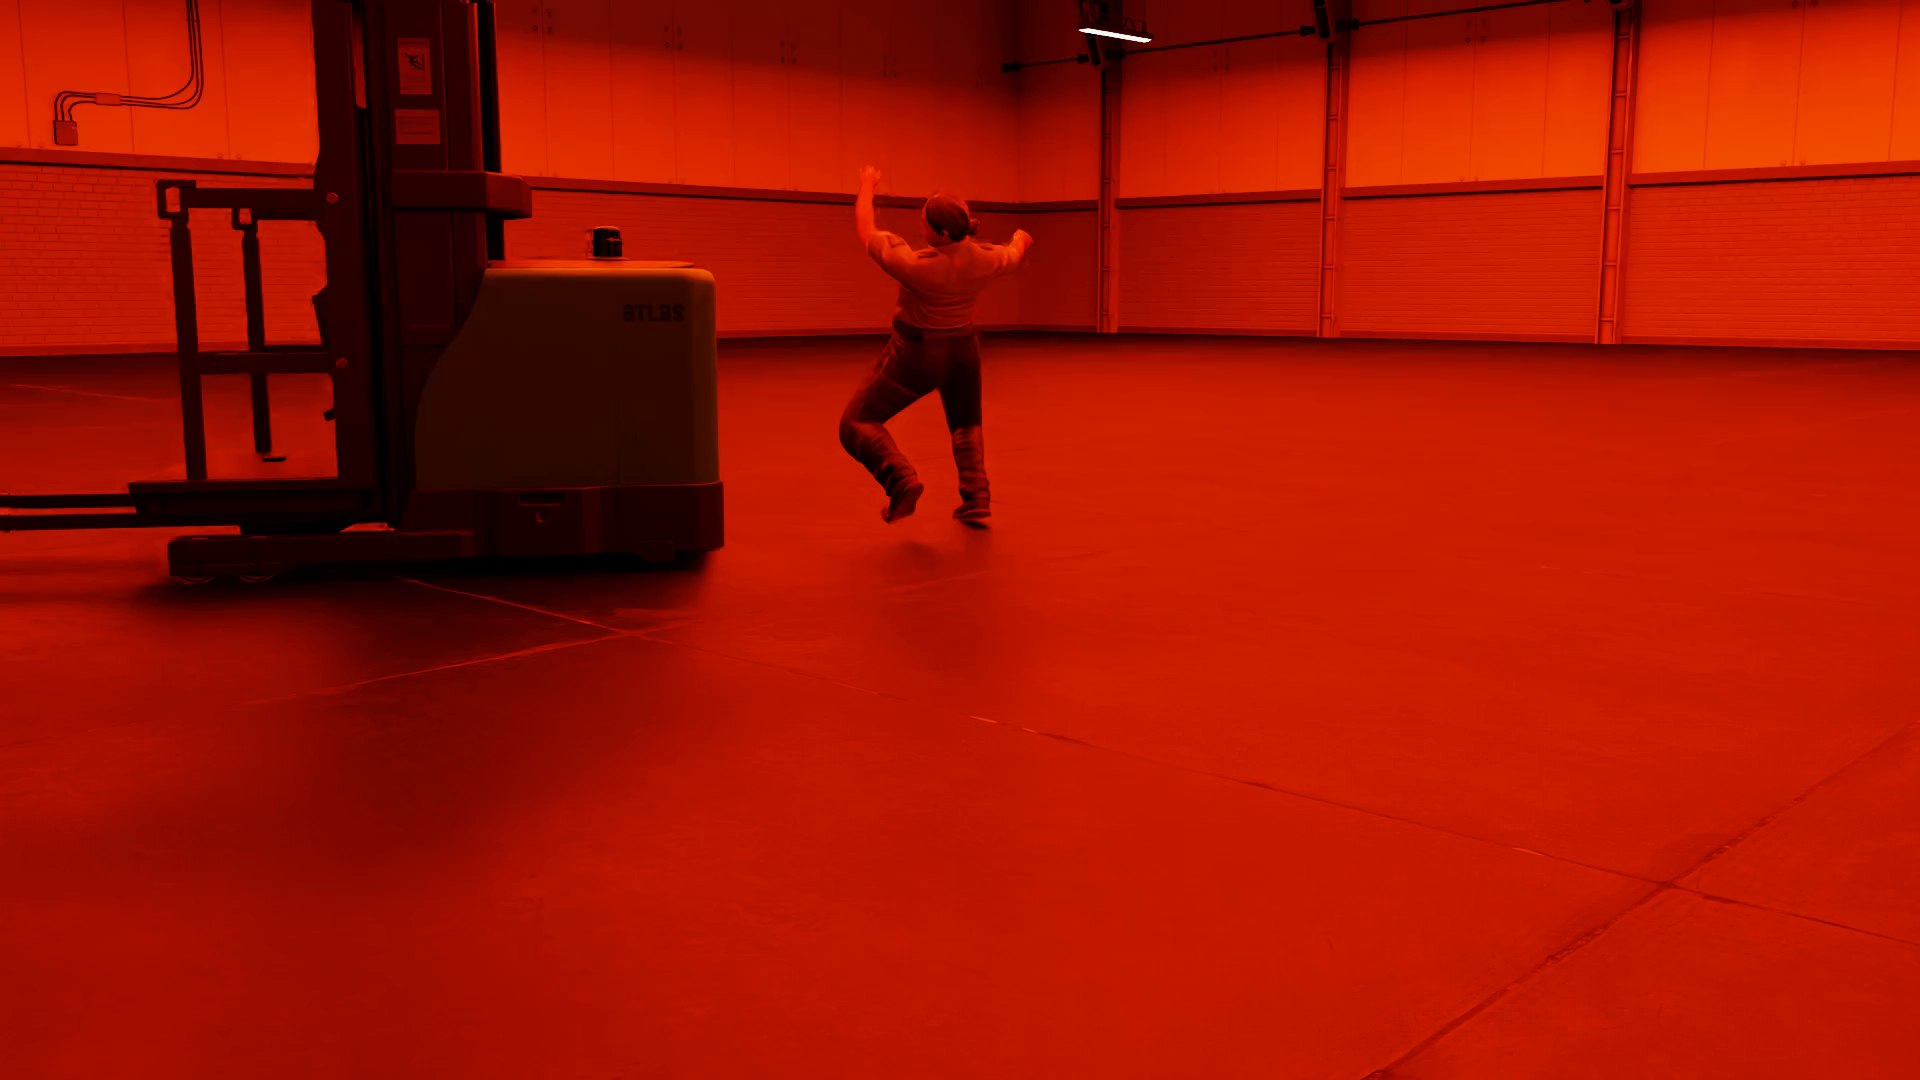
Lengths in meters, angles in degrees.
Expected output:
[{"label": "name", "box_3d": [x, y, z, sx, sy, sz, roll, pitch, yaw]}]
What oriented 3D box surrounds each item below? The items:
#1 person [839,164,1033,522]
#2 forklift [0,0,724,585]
[{"label": "person", "box_3d": [0.011, -0.829, 7.068, 1.019, 1.515, 0.646, -7, 11, -38]}, {"label": "forklift", "box_3d": [-2.431, -1.380, 6.039, 3.031, 2.935, 1.130, -2, 9, -10]}]
